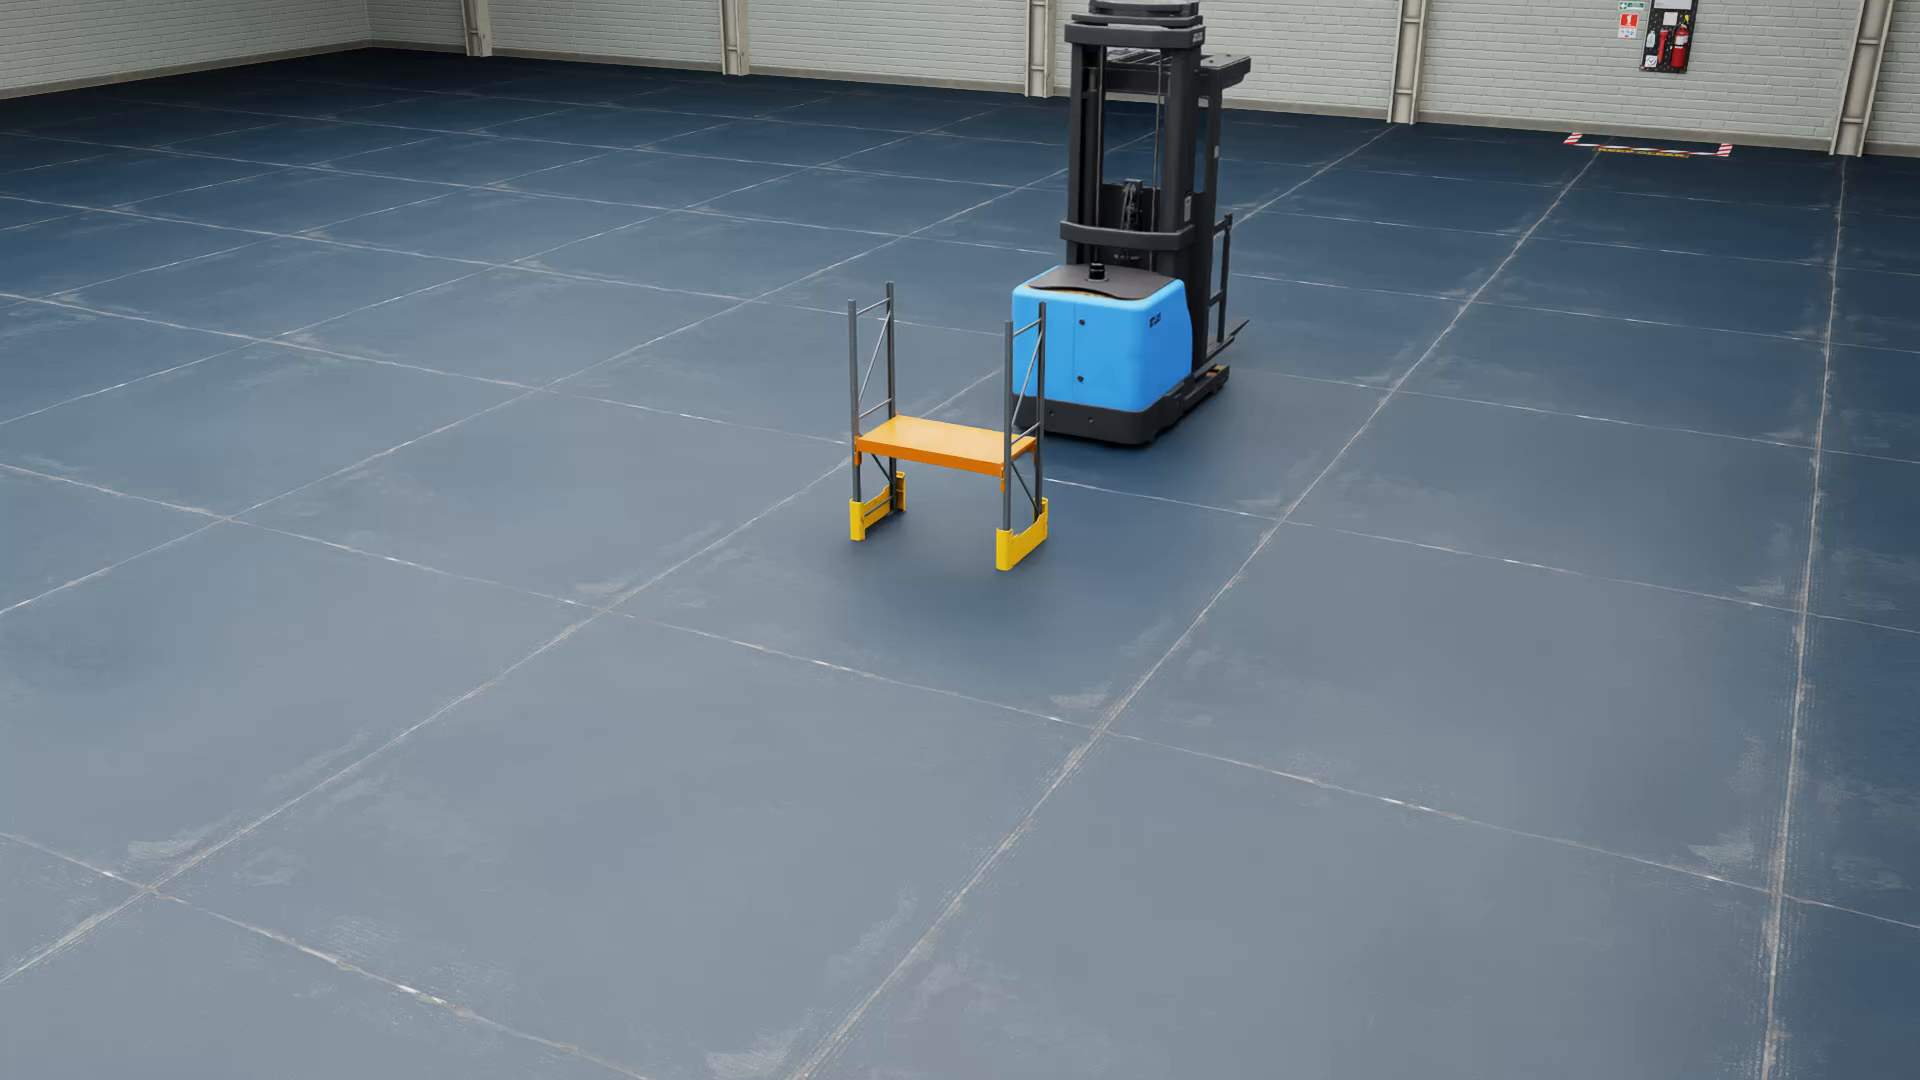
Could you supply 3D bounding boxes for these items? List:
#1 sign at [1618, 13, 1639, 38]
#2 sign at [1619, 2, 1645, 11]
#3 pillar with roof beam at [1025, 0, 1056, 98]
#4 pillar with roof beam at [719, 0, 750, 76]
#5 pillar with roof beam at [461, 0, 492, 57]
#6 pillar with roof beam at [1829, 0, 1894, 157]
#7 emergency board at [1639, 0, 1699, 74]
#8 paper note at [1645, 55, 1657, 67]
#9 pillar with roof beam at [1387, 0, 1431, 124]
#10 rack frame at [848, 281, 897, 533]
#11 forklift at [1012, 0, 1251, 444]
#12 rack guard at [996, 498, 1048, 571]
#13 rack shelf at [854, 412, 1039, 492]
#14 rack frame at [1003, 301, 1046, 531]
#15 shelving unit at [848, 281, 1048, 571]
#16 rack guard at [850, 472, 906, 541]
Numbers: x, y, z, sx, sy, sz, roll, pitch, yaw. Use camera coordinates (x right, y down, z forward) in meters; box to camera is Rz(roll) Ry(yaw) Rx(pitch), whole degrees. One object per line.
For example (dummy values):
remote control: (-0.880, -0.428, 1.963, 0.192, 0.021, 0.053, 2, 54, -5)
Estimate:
sign: (9.389, -7.226, 23.362, 0.234, 0.329, 0.001, 11, 25, 25)
sign: (9.389, -7.466, 23.250, 0.331, 0.109, 0.001, 11, 25, 25)
pillar with roof beam: (-0.627, -10.002, 22.271, 0.400, 9.000, 9.100, 11, 25, 25)
pillar with roof beam: (-5.982, -11.062, 24.762, 0.400, 9.000, 9.100, 11, 25, 25)
pillar with roof beam: (-11.336, -12.121, 27.253, 0.400, 9.000, 9.100, 11, 25, 25)
pillar with roof beam: (10.082, -7.883, 17.288, 0.400, 9.000, 9.100, 11, 25, 25)
emergency board: (9.836, -7.076, 23.055, 0.643, 1.169, 0.194, 11, 25, 25)
paper note: (9.709, -6.726, 23.358, 0.142, 0.148, 0.016, 11, 25, 25)
pillar with roof beam: (4.728, -8.943, 19.779, 0.400, 9.000, 9.100, 11, 25, 25)
rack frame: (-0.530, -0.795, 10.203, 0.032, 1.500, 0.500, 11, 25, 25)
forklift: (1.470, -2.558, 12.520, 1.130, 2.935, 3.031, 11, 25, 25)
rack guard: (0.376, -0.041, 10.026, 0.087, 0.250, 0.587, 11, 25, 25)
rack shelf: (-0.076, -0.540, 10.062, 1.000, 0.185, 0.538, 11, 25, 25)
rack frame: (0.378, -0.615, 9.781, 0.032, 1.500, 0.500, 11, 25, 25)
shelving unit: (-0.068, -0.704, 9.988, 1.083, 1.500, 0.587, 11, 25, 25)
rack guard: (-0.512, -0.216, 10.440, 0.087, 0.250, 0.587, 11, 25, 25)
